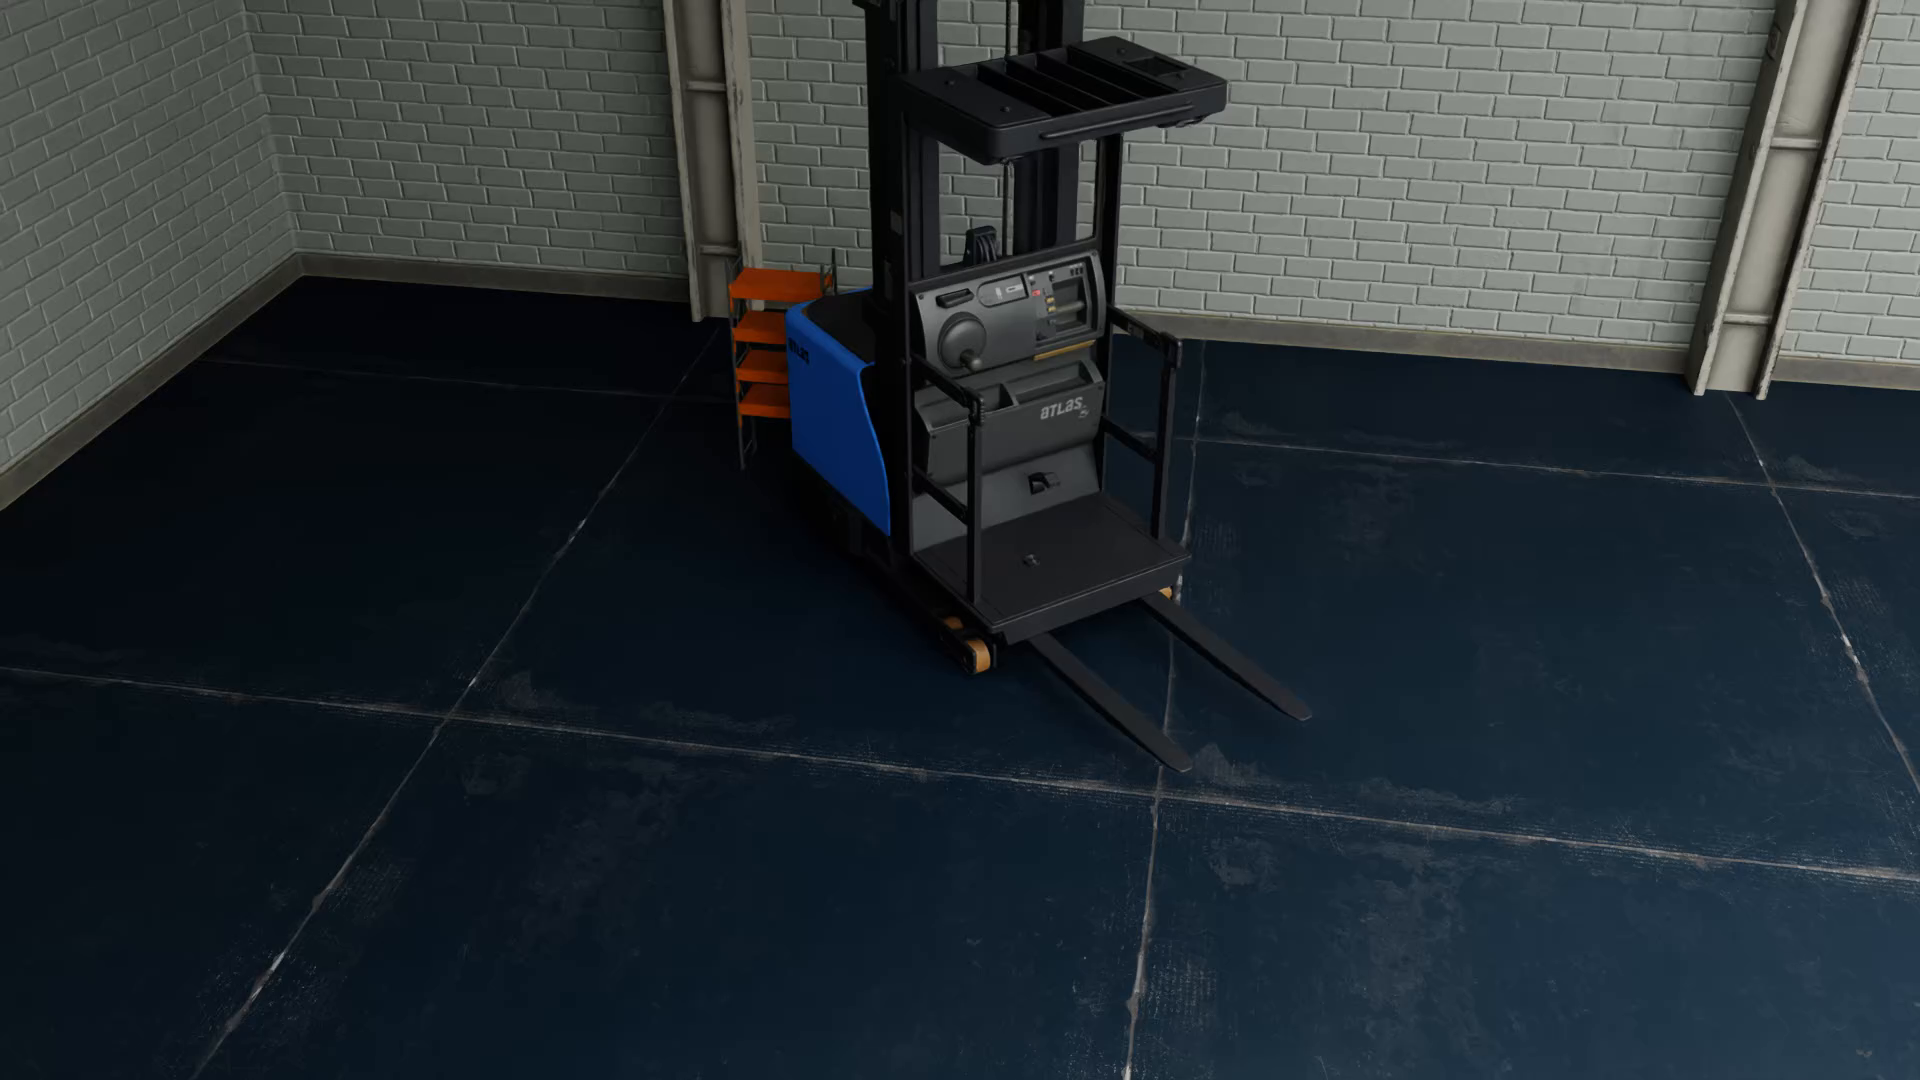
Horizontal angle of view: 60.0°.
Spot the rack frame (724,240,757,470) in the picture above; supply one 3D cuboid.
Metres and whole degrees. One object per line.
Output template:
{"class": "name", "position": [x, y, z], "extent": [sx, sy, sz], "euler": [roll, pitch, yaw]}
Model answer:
{"class": "rack frame", "position": [-1.133, -0.943, 8.625], "extent": [0.015, 1.200, 0.240], "euler": [6, 33, 9]}

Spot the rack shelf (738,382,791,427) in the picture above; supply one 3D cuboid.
{"class": "rack shelf", "position": [-0.894, -0.693, 8.727], "extent": [0.480, 0.148, 0.258], "euler": [6, 33, 9]}

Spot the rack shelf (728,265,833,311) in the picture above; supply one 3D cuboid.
{"class": "rack shelf", "position": [-0.894, -1.251, 8.377], "extent": [0.480, 0.148, 0.258], "euler": [6, 33, 9]}

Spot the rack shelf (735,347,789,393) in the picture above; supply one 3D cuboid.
{"class": "rack shelf", "position": [-0.894, -0.861, 8.621], "extent": [0.480, 0.148, 0.258], "euler": [6, 33, 9]}

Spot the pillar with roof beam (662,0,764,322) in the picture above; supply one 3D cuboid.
{"class": "pillar with roof beam", "position": [-2.189, -2.999, 4.560], "extent": [0.400, 9.000, 9.100], "euler": [5, 32, 8]}

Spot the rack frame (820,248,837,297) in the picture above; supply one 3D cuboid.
{"class": "rack frame", "position": [-0.654, -0.893, 8.546], "extent": [0.015, 1.200, 0.240], "euler": [6, 33, 9]}

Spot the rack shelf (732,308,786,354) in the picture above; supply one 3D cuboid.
{"class": "rack shelf", "position": [-0.894, -1.051, 8.503], "extent": [0.480, 0.148, 0.258], "euler": [6, 33, 9]}

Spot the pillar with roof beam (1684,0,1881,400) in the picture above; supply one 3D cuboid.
{"class": "pillar with roof beam", "position": [3.725, -2.464, 3.705], "extent": [0.400, 9.000, 9.100], "euler": [5, 32, 8]}

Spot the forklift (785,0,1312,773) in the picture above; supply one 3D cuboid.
{"class": "forklift", "position": [0.339, -0.934, 6.980], "extent": [1.130, 2.935, 3.031], "euler": [-18, 36, -27]}

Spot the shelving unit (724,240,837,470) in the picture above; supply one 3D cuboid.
{"class": "shelving unit", "position": [-0.894, -0.918, 8.586], "extent": [0.503, 1.200, 0.258], "euler": [6, 33, 9]}
